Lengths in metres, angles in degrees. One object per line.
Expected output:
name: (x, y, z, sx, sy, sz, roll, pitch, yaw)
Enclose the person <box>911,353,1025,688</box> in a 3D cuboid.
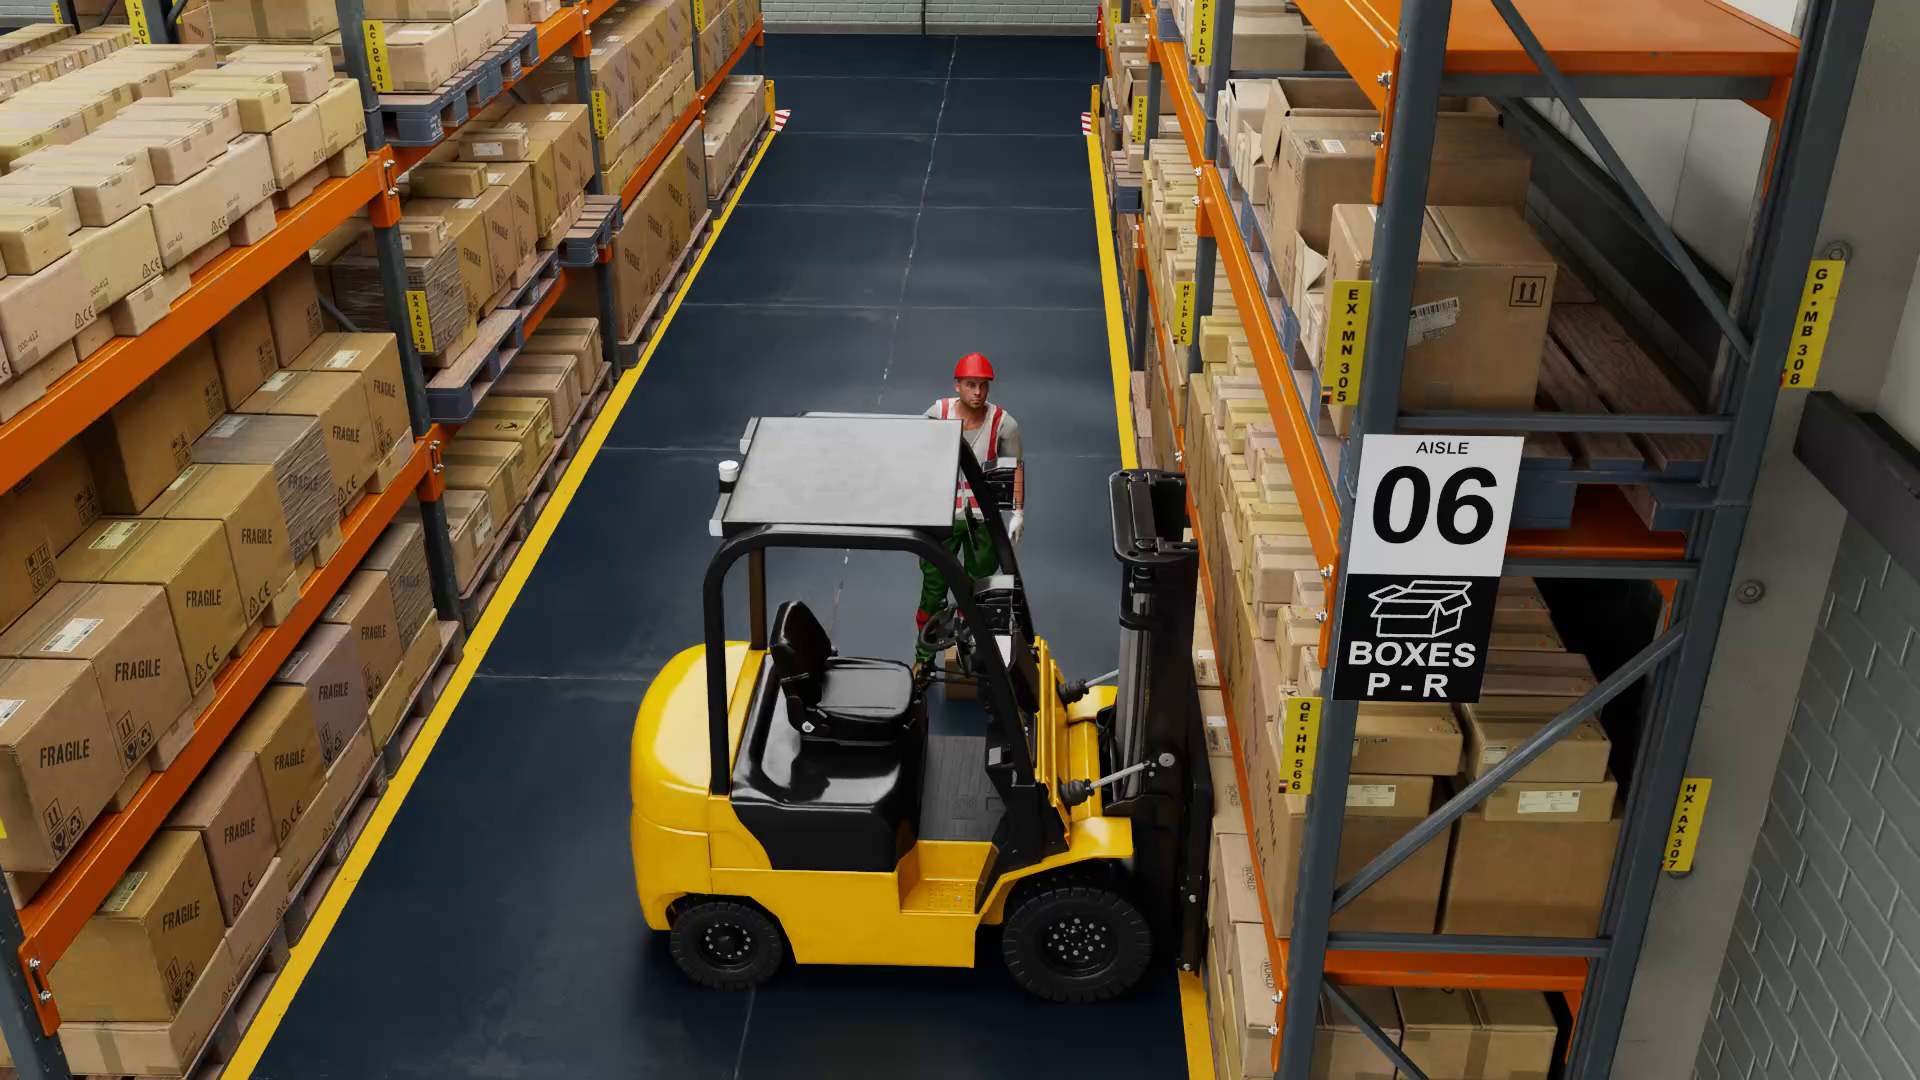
person: (0.019, -0.093, 8.757, 0.638, 1.782, 0.564, 1, 28, 2)
